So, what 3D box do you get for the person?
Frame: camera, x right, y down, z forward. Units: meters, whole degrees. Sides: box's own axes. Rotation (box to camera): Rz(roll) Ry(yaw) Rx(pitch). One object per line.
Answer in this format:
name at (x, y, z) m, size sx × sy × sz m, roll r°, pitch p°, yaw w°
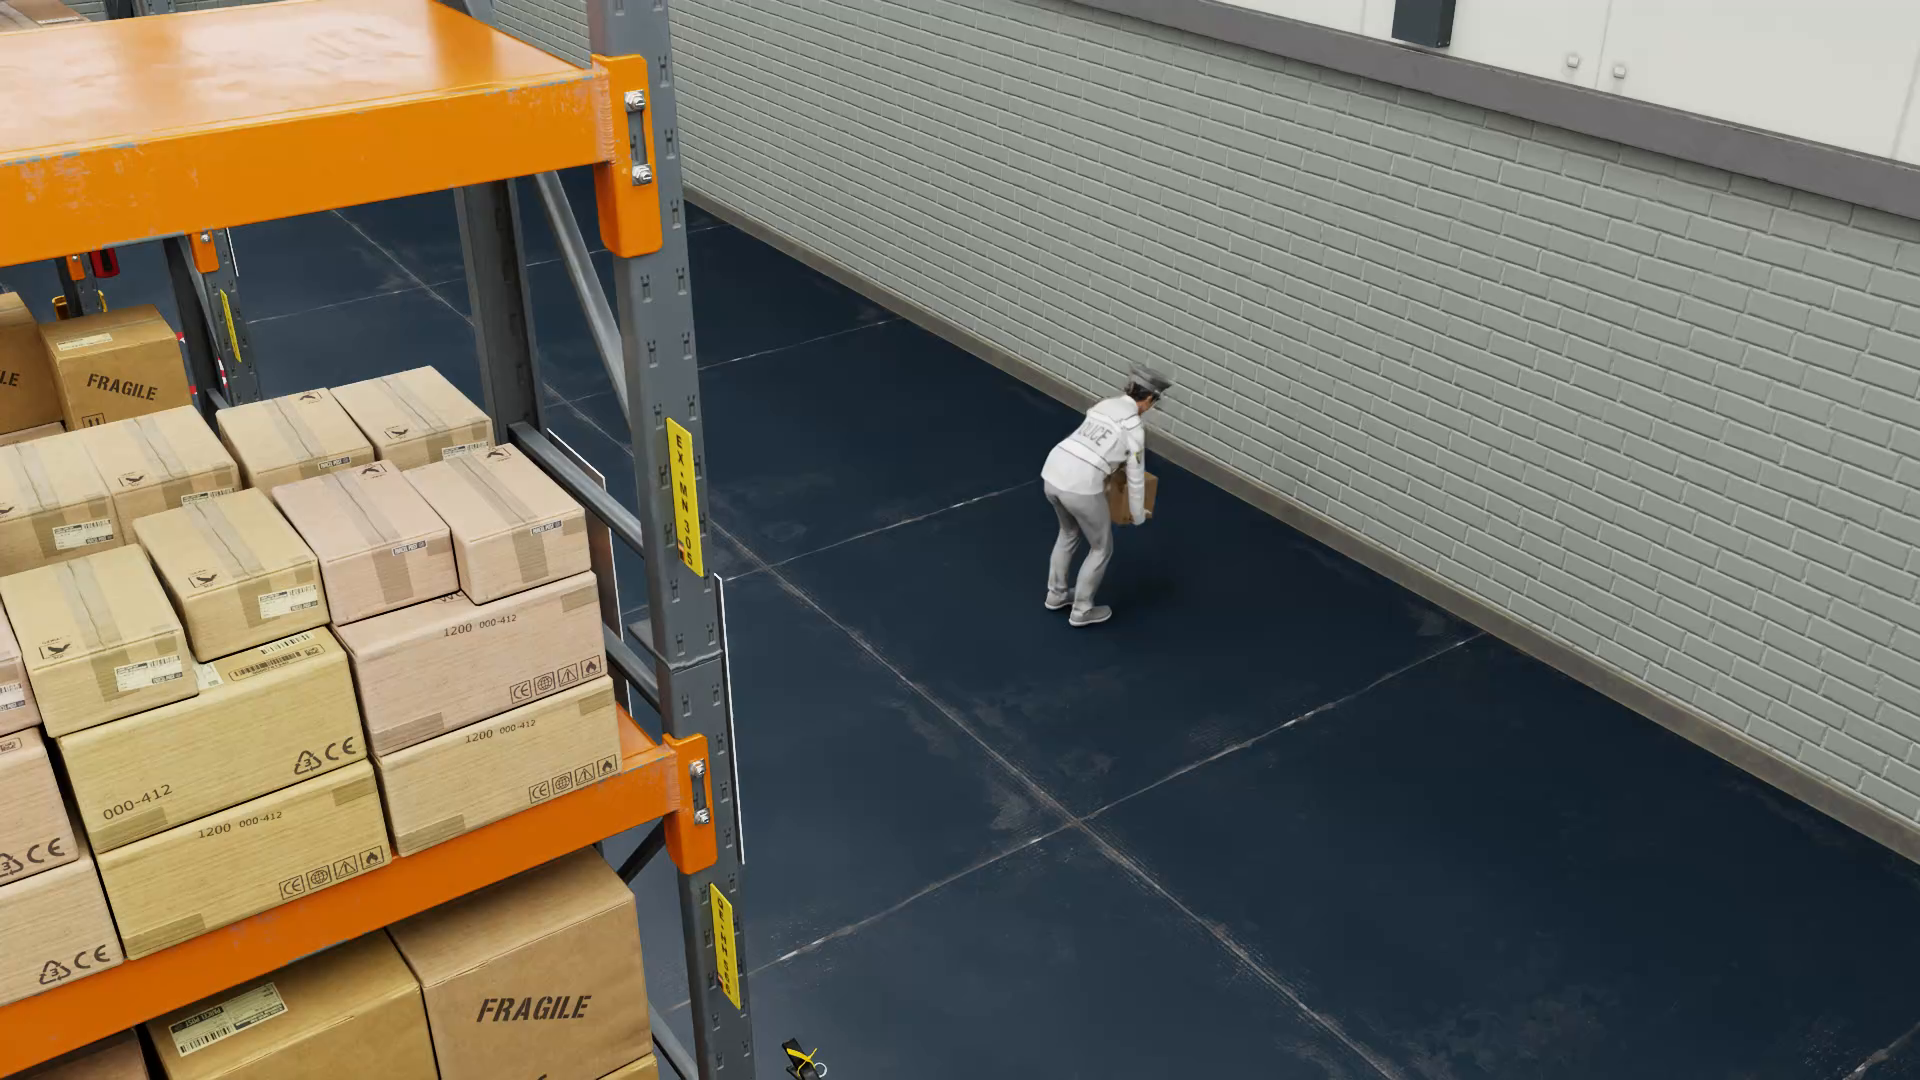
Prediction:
person at (0.828, -0.264, 9.403) m, size 0.814 × 1.427 × 0.408 m, roll -20°, pitch 34°, yaw -32°
